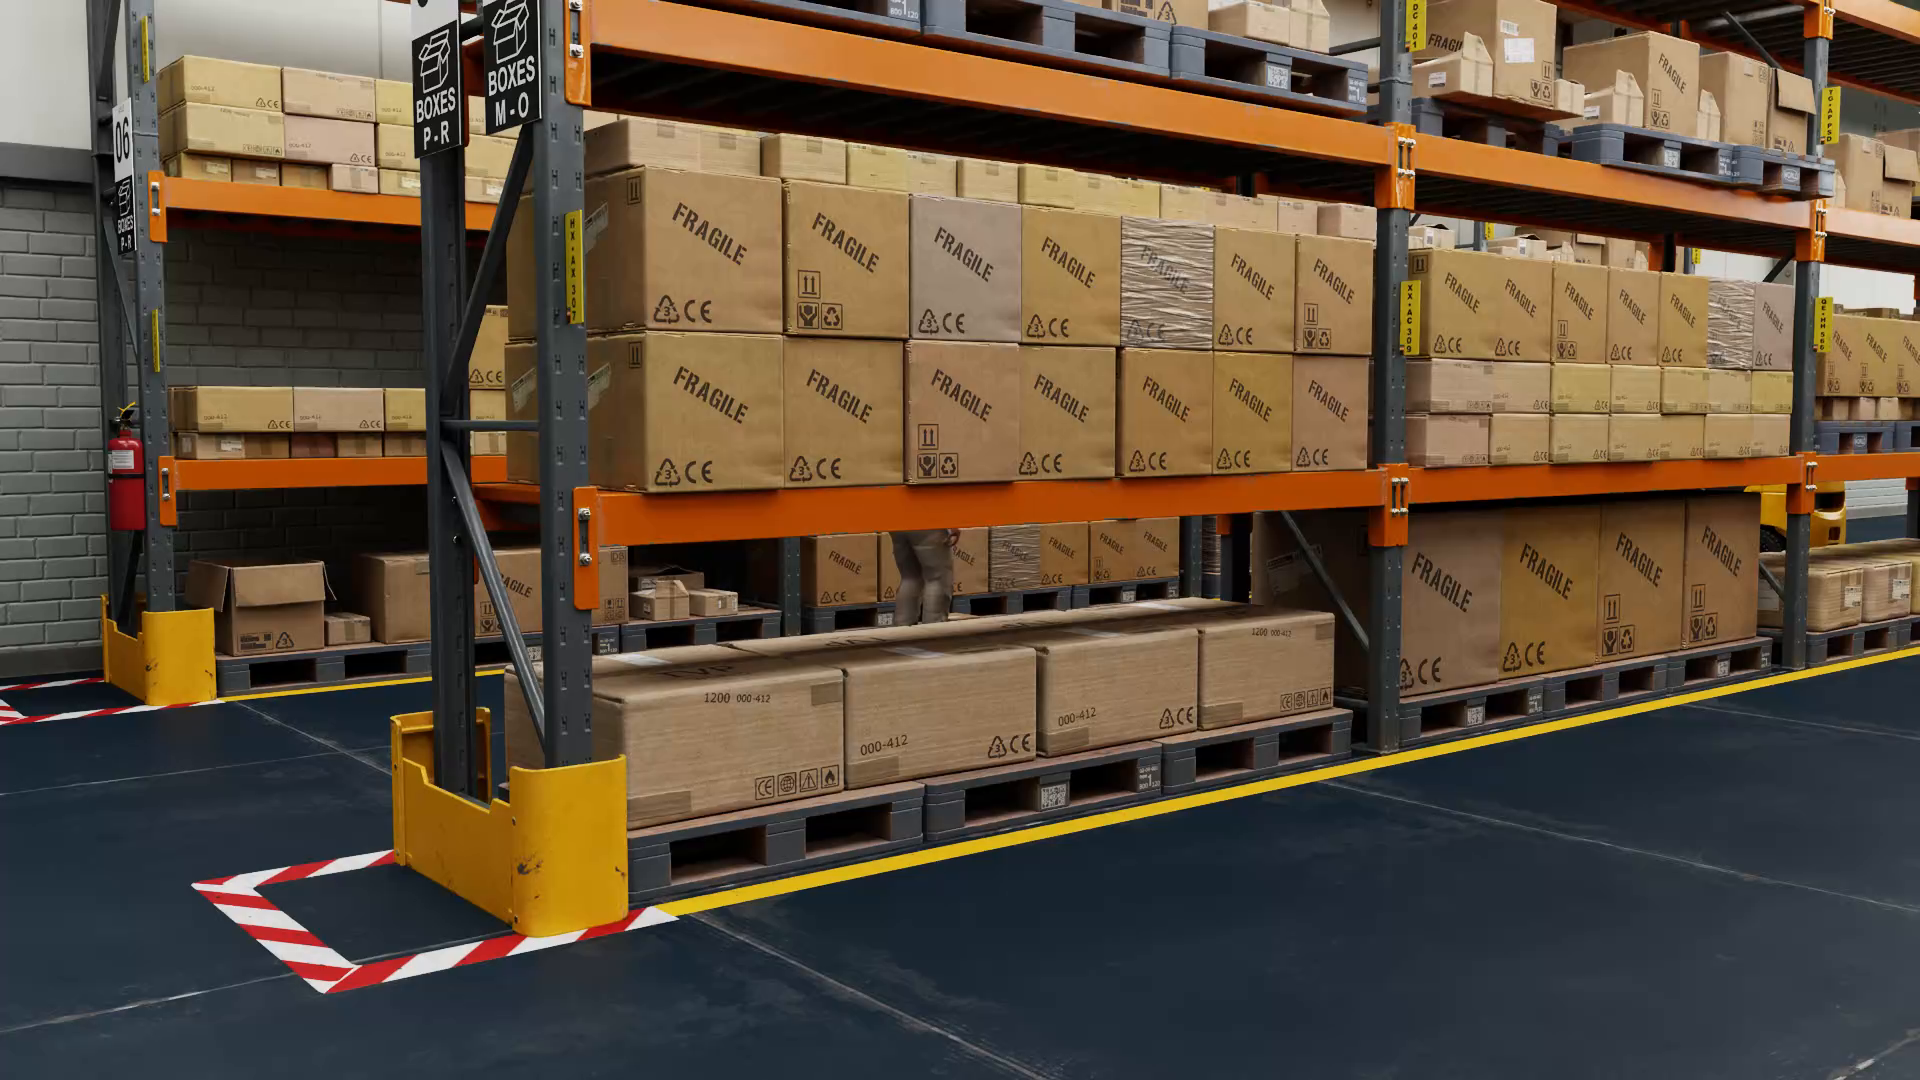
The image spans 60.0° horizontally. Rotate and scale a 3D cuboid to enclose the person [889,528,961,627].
[{"bbox_3d":[-0.236,-0.110,10.558,0.391,1.727,0.599,-4,6,-41],"label":"person"}]
